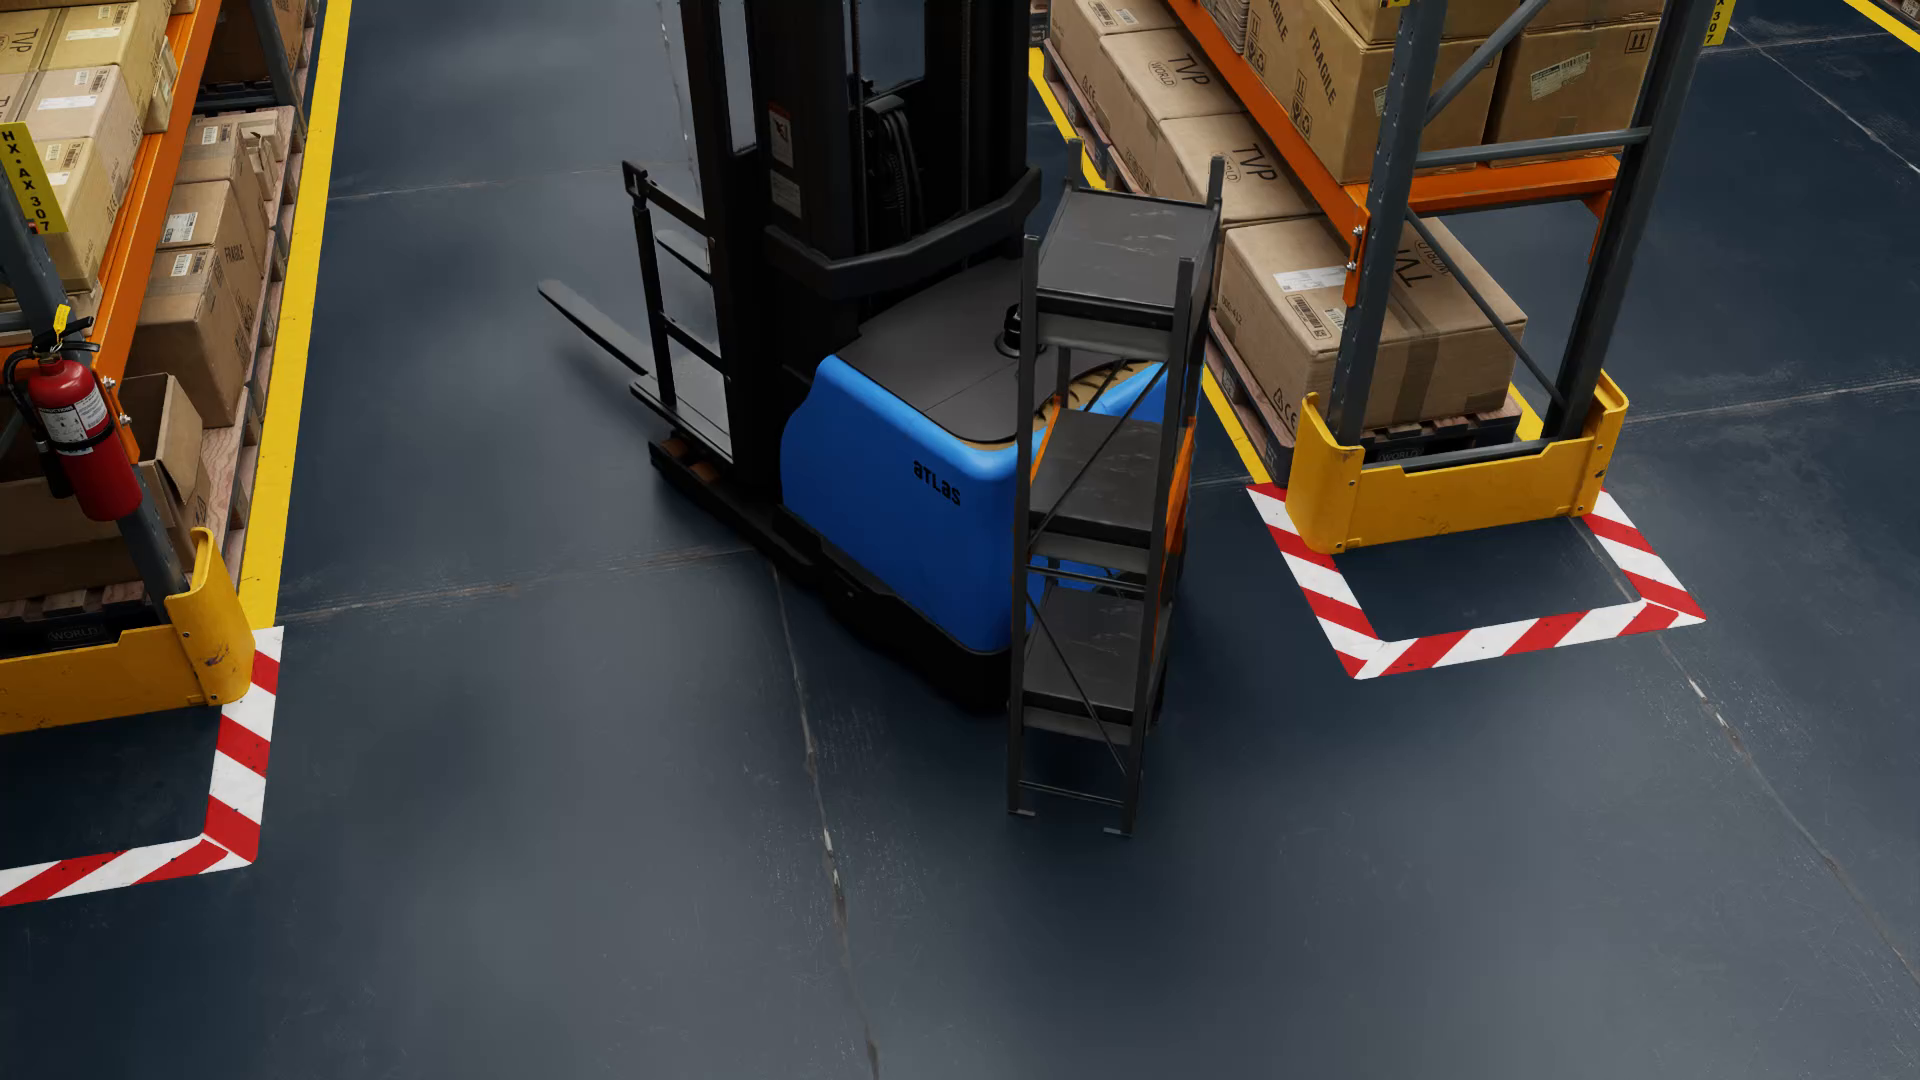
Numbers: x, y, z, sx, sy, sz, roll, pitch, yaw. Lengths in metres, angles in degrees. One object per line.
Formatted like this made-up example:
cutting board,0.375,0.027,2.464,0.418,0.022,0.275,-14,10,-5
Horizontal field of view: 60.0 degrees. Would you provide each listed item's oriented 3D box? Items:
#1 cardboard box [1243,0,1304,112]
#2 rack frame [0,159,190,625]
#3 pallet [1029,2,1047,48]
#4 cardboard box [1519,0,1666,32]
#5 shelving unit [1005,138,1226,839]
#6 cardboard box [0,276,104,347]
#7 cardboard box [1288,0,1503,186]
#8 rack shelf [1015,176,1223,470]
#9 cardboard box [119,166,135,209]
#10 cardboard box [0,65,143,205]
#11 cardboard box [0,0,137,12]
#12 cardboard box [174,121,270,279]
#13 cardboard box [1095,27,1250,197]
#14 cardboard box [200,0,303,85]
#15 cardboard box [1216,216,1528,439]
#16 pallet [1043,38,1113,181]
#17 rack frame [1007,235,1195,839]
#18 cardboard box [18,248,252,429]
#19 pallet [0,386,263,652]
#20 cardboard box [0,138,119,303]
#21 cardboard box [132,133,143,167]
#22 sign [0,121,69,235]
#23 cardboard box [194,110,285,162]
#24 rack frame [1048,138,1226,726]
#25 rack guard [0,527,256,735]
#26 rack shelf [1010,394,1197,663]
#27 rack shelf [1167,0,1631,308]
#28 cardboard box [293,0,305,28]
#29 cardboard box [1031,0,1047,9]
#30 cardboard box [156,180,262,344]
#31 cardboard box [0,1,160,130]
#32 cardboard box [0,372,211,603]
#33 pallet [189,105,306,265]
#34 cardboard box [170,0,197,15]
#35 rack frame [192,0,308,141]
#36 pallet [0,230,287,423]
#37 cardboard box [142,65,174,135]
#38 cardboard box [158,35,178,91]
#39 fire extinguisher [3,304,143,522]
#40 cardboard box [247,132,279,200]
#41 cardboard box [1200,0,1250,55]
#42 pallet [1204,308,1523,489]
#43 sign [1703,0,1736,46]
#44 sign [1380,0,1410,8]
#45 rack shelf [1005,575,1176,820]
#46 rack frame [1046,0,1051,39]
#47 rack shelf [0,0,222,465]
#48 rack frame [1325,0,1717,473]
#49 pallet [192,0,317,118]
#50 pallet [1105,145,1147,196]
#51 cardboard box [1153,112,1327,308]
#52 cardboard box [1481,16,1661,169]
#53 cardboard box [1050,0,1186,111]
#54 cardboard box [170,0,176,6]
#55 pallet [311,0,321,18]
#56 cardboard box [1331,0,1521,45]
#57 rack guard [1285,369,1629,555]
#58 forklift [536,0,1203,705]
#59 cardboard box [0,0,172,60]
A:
cardboard box,1.383,-1.909,6.066,0.500,0.500,0.500,-9,42,-10
rack frame,-3.006,-0.556,4.617,1.000,3.000,0.127,-8,42,-9
pallet,0.736,-3.309,9.818,1.003,0.211,1.213,-8,42,-9
cardboard box,2.014,-2.033,5.452,0.500,0.500,0.500,-9,42,-10
shelving unit,0.408,-0.047,4.721,0.431,2.100,0.503,10,43,11
cardboard box,-2.809,-0.714,4.984,0.380,0.149,0.250,-9,42,-10
cardboard box,1.477,-1.582,5.697,0.500,0.500,0.500,-8,42,-9
rack shelf,0.408,-0.560,4.265,0.431,0.518,0.480,10,43,11
cardboard box,-2.995,-1.210,5.543,0.380,0.149,0.250,-7,42,-8
cardboard box,-2.950,-1.270,5.311,0.500,0.250,0.500,-8,42,-9
cardboard box,-3.165,-2.196,5.789,0.500,0.500,0.500,-7,42,-8
cardboard box,-3.416,-1.421,7.157,0.700,0.500,0.500,-10,43,-11
cardboard box,1.201,-2.059,7.923,0.875,0.438,0.875,-10,42,-11
cardboard box,-3.754,-2.717,8.617,0.500,0.500,0.500,-7,42,-7
cardboard box,1.599,-0.882,6.597,0.875,0.438,0.875,-10,43,-11
pallet,1.064,-2.315,8.699,1.003,0.211,1.213,-8,42,-9
rack frame,0.344,0.110,4.545,0.400,2.100,0.015,10,43,11
cardboard box,-3.192,-0.748,6.399,0.700,0.500,0.500,-7,42,-8
pallet,-3.196,-0.079,6.180,1.003,0.211,1.213,-8,42,-9
cardboard box,-2.841,-0.944,4.942,0.500,0.250,0.500,-8,42,-9
cardboard box,-3.058,-1.382,5.736,0.380,0.149,0.250,-8,42,-9
sign,-2.477,-0.957,4.417,0.100,0.325,0.005,-8,42,-9
cardboard box,-3.463,-1.920,7.985,0.380,0.149,0.250,-10,42,-11
rack frame,0.471,-0.203,4.897,0.400,2.100,0.015,10,43,11
rack guard,-3.023,0.330,5.502,1.175,0.500,0.348,-8,42,-9
rack shelf,0.408,-0.036,4.730,0.431,0.518,0.480,10,43,11
rack shelf,1.408,-2.297,7.120,1.077,0.370,4.000,-8,42,-9
cardboard box,-3.879,-3.060,9.005,0.500,0.500,0.500,-9,42,-10
cardboard box,0.764,-3.615,9.347,0.875,0.875,0.875,-7,42,-8
cardboard box,-3.209,-1.105,6.802,0.500,0.500,0.500,-8,42,-8
cardboard box,-3.063,-1.598,5.680,0.500,0.250,0.500,-9,42,-10
cardboard box,-3.046,-0.189,5.768,0.797,0.503,0.637,-10,43,-11
pallet,-3.722,-1.660,7.962,1.003,0.211,1.213,-8,42,-9
cardboard box,-3.285,-2.218,6.678,0.380,0.149,0.250,-9,42,-10
rack frame,-3.870,-3.149,7.537,1.000,3.000,0.127,-8,42,-9
pallet,-3.456,-0.868,7.069,1.003,0.211,1.213,-8,42,-9
cardboard box,-3.039,-1.556,5.933,0.380,0.149,0.250,-9,42,-11
cardboard box,-3.116,-1.724,6.122,0.380,0.149,0.250,-7,42,-8
fire extinguisher,-2.523,-0.358,4.733,0.296,0.674,0.183,-8,42,-9
cardboard box,-3.386,-1.733,7.686,0.396,0.266,0.258,-7,42,-8
cardboard box,1.263,-2.241,6.440,0.500,0.500,0.500,-7,42,-8
pallet,1.591,-0.734,6.917,1.003,0.211,1.213,-8,42,-9
sign,2.383,-1.698,5.192,0.100,0.325,0.005,-8,42,-9
sign,1.307,-1.722,4.880,0.100,0.325,0.005,-8,42,-9
rack shelf,0.408,0.487,5.195,0.431,0.518,0.480,10,43,11
rack frame,0.976,-3.862,8.341,1.000,3.000,0.127,-8,42,-9
rack shelf,-3.438,-1.583,6.316,1.077,0.370,4.000,-8,42,-9
rack frame,1.839,-1.269,5.420,1.000,3.000,0.127,-8,42,-9
pallet,-4.082,-2.627,9.051,1.003,0.211,1.213,-8,42,-9
pallet,1.331,-1.523,7.807,1.003,0.211,1.213,-8,42,-9
cardboard box,1.394,-1.474,7.264,0.875,0.438,0.875,-7,42,-8
cardboard box,2.016,-1.659,5.784,0.500,0.500,0.500,-9,42,-10
cardboard box,1.007,-2.639,8.577,0.875,0.438,0.875,-9,42,-10
cardboard box,-3.304,-2.261,6.426,0.500,0.250,0.500,-9,42,-10
pallet,-4.349,-3.420,9.944,1.003,0.211,1.213,-8,42,-9
cardboard box,1.503,-1.959,5.369,0.500,0.500,0.500,-7,42,-8
rack guard,1.845,-0.319,6.233,1.175,0.500,0.348,-8,42,-9
forklift,-0.558,-1.440,5.665,1.130,2.935,3.031,-31,50,-30
cardboard box,-3.194,-1.927,6.050,0.500,0.250,0.500,-9,42,-10
